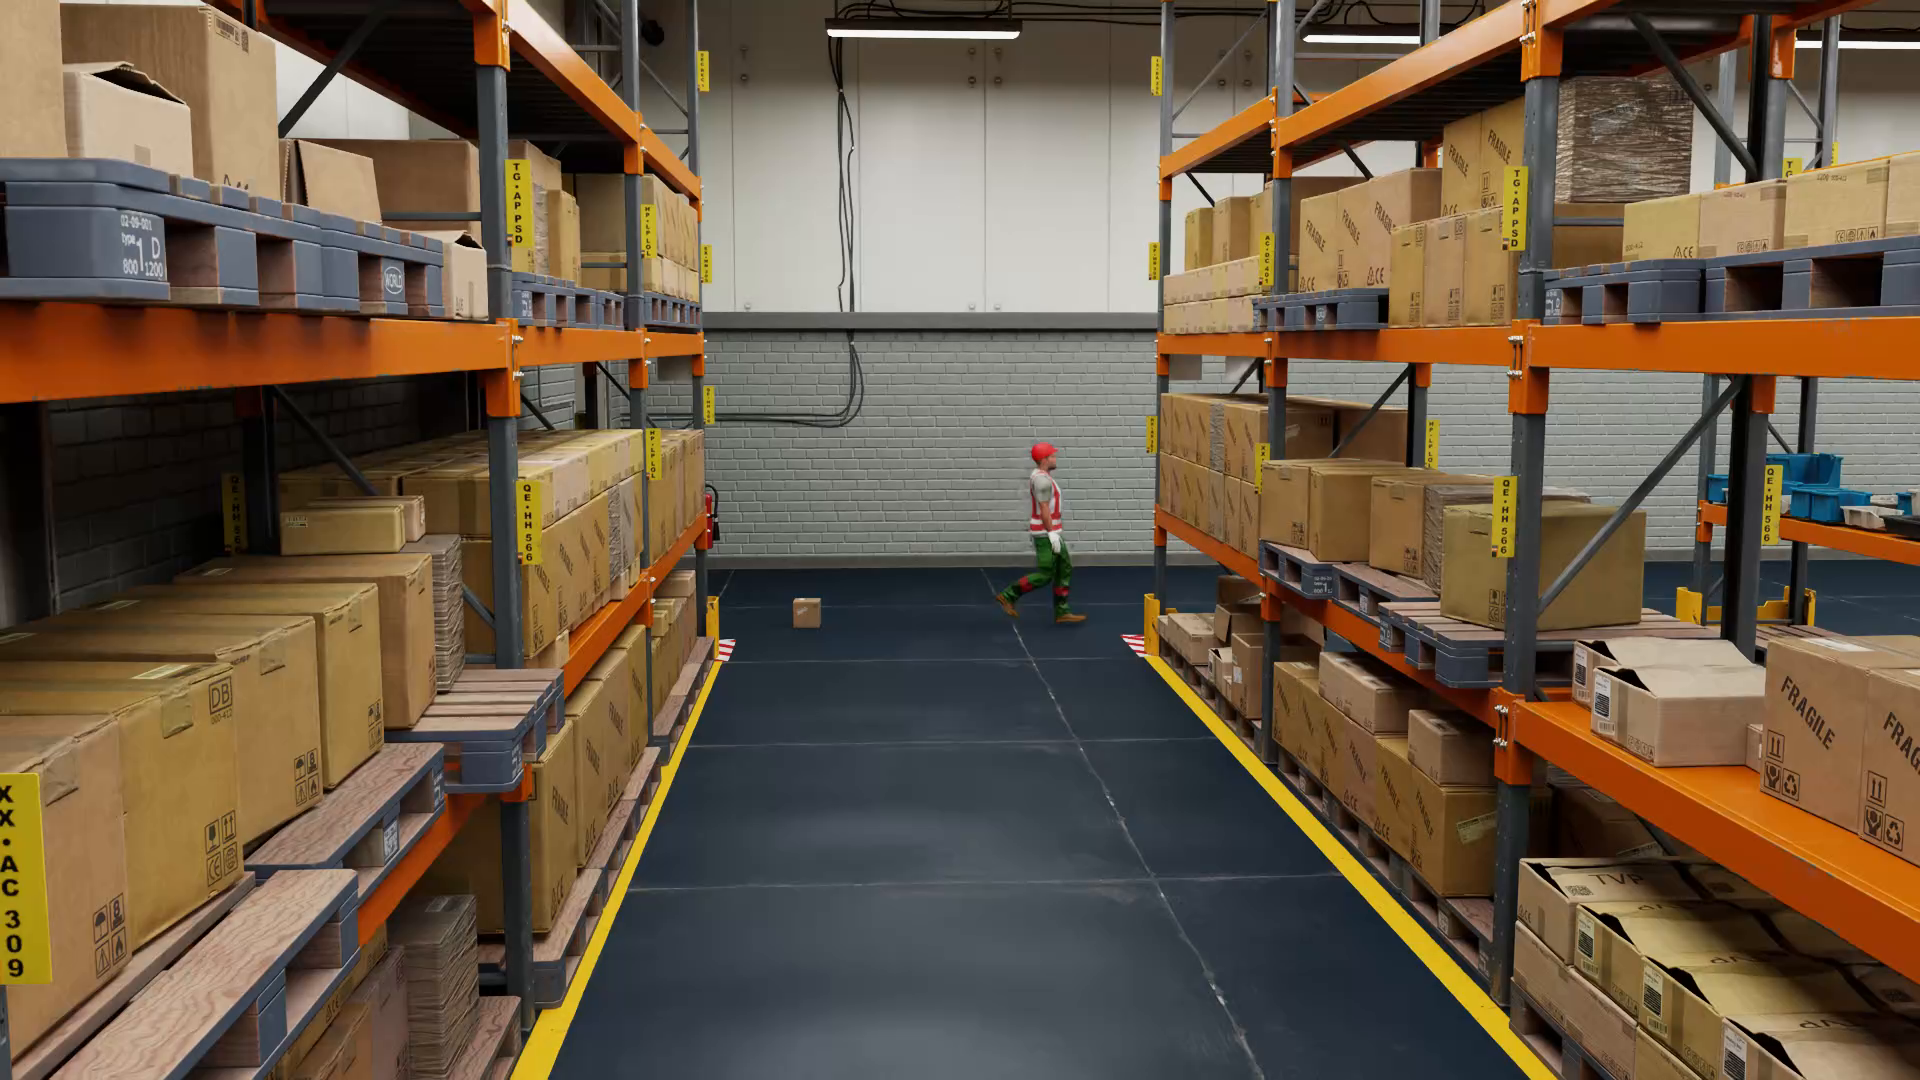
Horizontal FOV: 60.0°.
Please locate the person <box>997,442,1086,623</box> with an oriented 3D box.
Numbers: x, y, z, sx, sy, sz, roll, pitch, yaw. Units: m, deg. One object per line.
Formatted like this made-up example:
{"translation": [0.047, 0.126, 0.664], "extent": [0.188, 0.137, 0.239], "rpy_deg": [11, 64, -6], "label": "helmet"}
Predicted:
{"translation": [0.791, -0.061, 16.046], "extent": [0.864, 1.761, 0.541], "rpy_deg": [1, 7, 4], "label": "person"}
